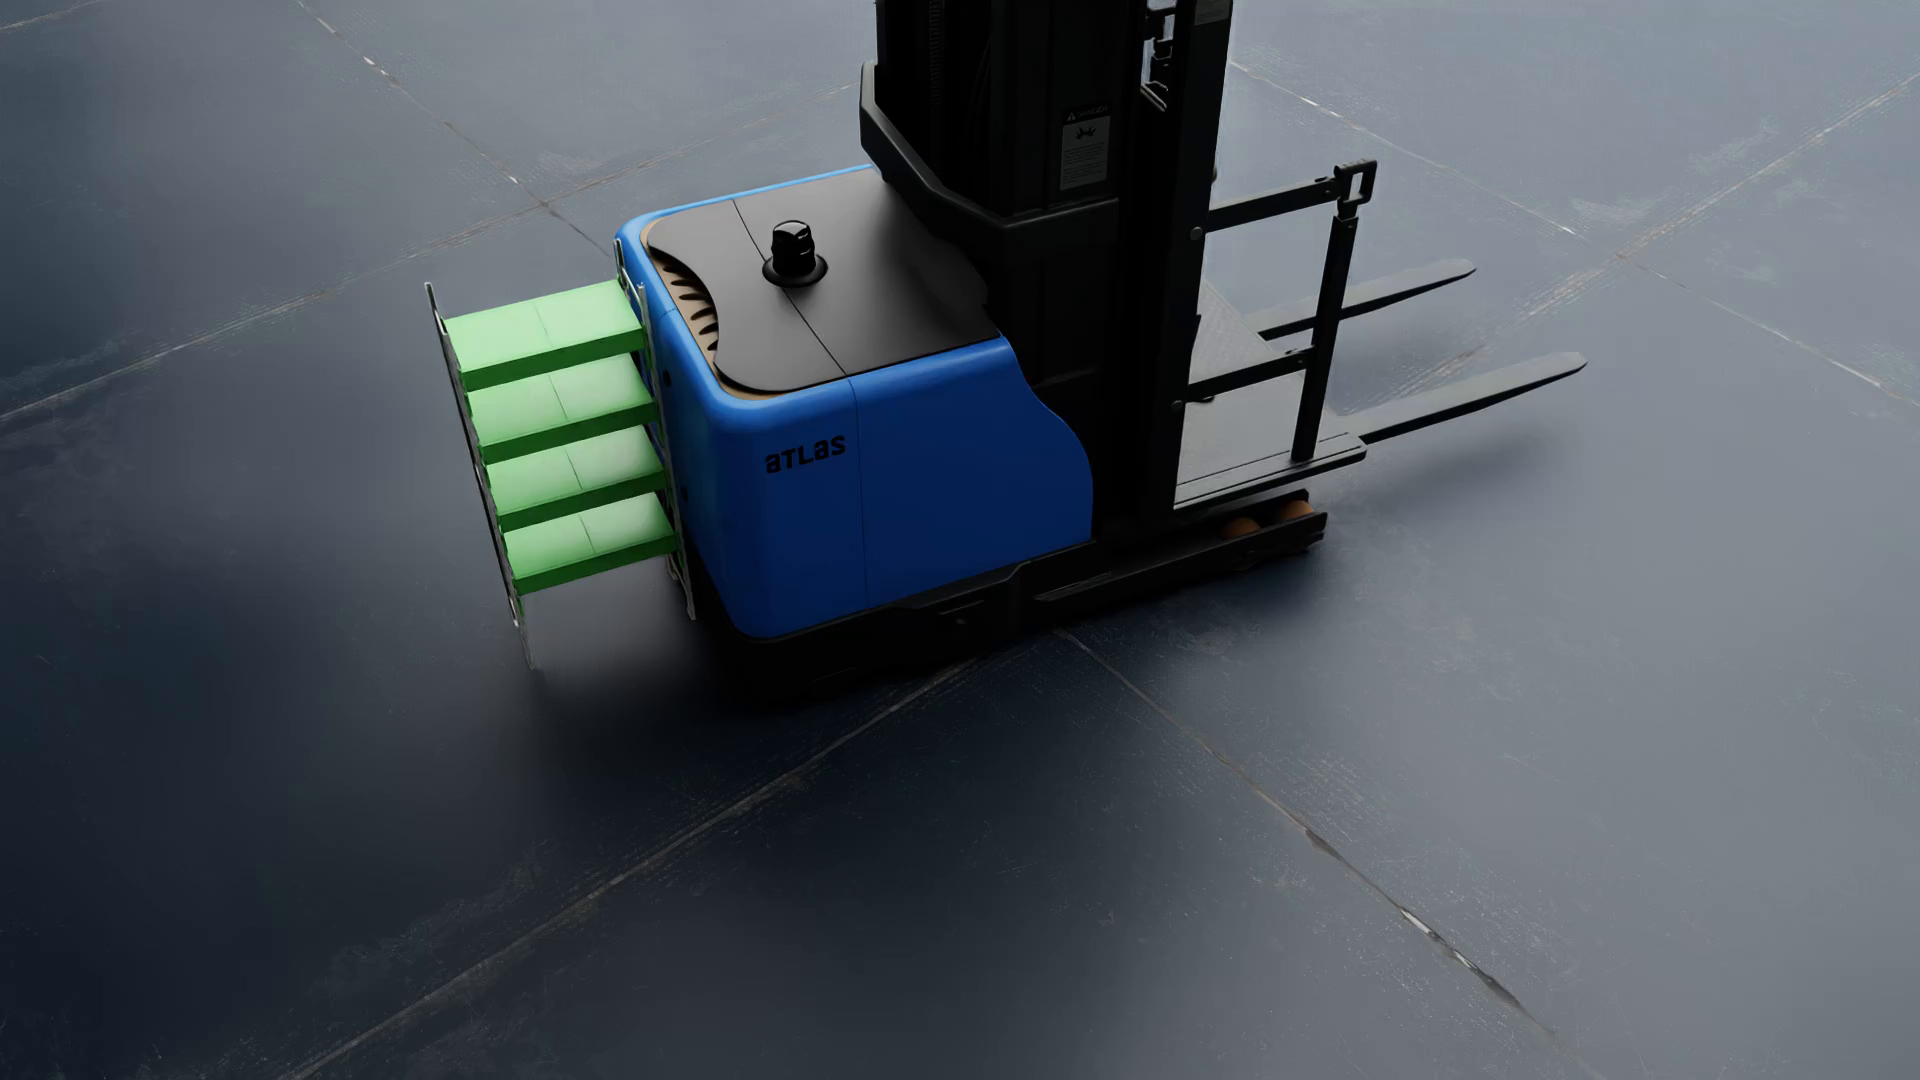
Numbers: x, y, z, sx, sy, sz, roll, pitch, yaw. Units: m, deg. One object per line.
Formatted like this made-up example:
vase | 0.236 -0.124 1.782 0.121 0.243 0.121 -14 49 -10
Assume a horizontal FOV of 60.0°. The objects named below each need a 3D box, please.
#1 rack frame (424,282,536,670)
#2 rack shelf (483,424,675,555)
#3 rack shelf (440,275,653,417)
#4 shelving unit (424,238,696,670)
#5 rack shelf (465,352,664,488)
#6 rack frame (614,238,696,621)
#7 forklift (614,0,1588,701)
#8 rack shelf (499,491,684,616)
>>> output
rack frame | -1.293 -0.136 4.518 0.015 1.200 0.240 -17 46 -17
rack shelf | -1.070 -0.157 4.634 0.480 0.148 0.258 -17 46 -17
rack shelf | -1.070 -0.507 4.306 0.480 0.148 0.258 -17 46 -17
shelving unit | -1.070 -0.204 4.590 0.503 1.200 0.258 -17 46 -17
rack shelf | -1.070 -0.332 4.470 0.480 0.148 0.258 -17 46 -17
rack frame | -0.847 -0.272 4.663 0.015 1.200 0.240 -17 46 -17
forklift | 0.583 -1.288 4.481 3.031 2.935 1.130 -17 46 -17
rack shelf | -1.070 0.018 4.799 0.480 0.148 0.258 -17 46 -17
